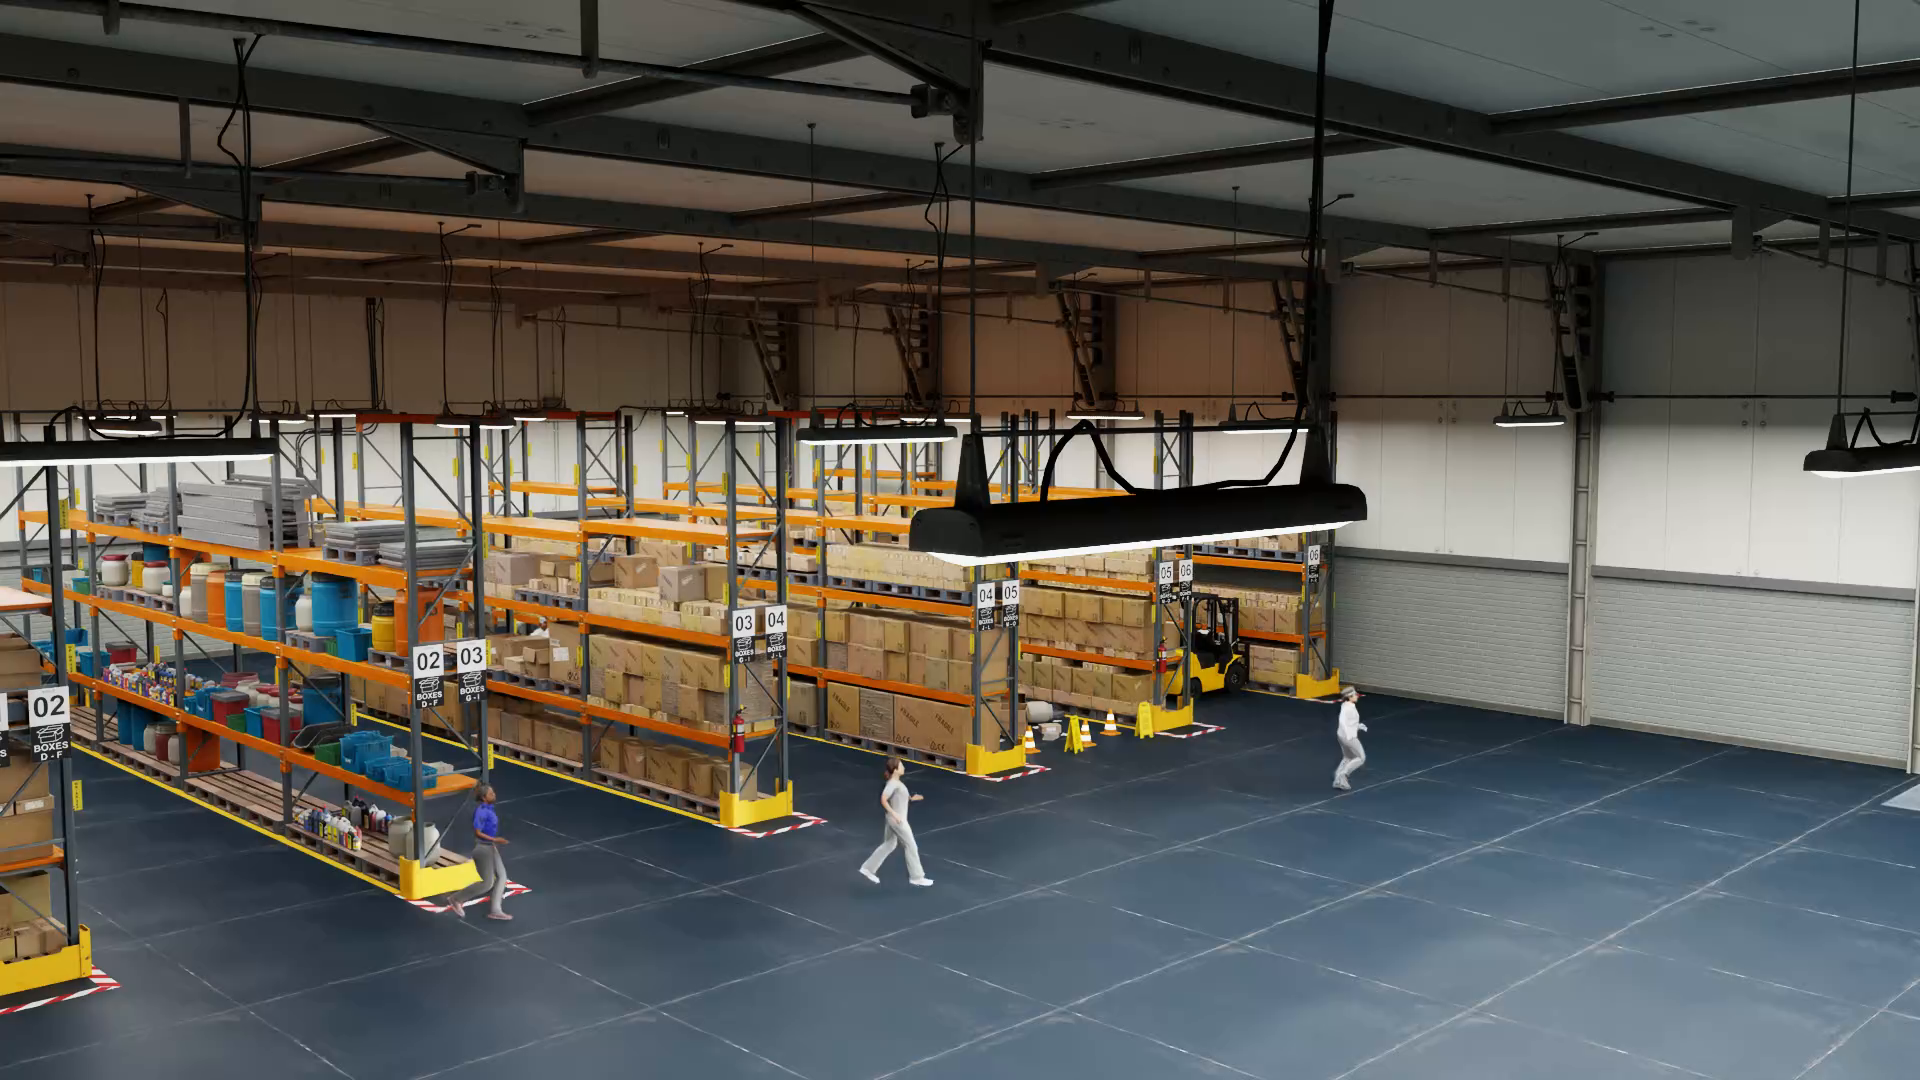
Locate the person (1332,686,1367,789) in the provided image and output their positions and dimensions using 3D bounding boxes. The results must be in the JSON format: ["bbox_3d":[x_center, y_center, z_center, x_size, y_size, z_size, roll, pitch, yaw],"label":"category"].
[{"bbox_3d":[6.300,3.173,26.777,0.560,1.661,0.623,0,5,0],"label":"person"}]

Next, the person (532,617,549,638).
[{"bbox_3d":[-8.774,2.462,35.060,0.616,1.687,0.925,-5,7,-42],"label":"person"}]

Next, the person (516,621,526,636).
[{"bbox_3d":[-10.881,1.908,41.078,0.831,1.821,0.723,-4,6,-39],"label":"person"}]

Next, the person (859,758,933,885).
[{"bbox_3d":[-0.820,3.613,21.336,0.948,1.661,0.567,-1,5,-11],"label":"person"}]

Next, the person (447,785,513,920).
[{"bbox_3d":[-5.804,3.785,20.119,0.747,1.640,0.594,-1,5,-9],"label":"person"}]
